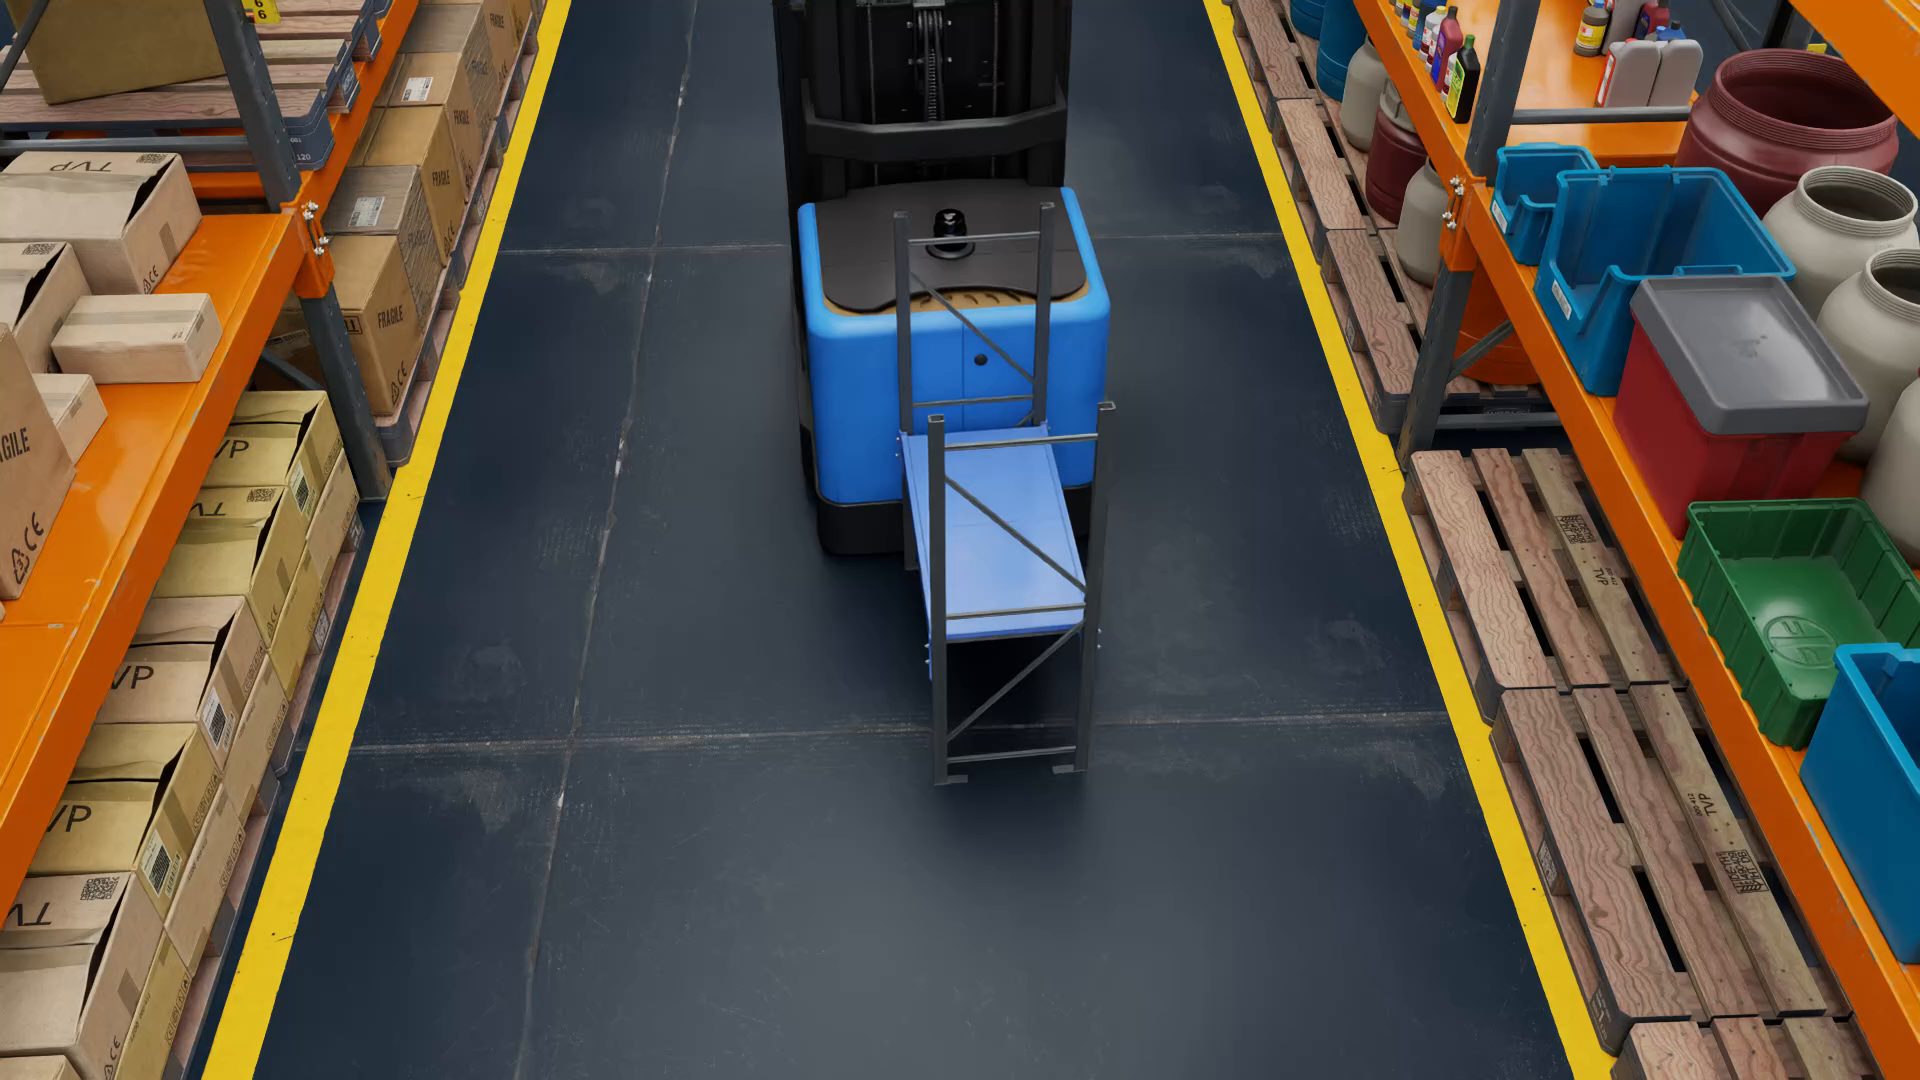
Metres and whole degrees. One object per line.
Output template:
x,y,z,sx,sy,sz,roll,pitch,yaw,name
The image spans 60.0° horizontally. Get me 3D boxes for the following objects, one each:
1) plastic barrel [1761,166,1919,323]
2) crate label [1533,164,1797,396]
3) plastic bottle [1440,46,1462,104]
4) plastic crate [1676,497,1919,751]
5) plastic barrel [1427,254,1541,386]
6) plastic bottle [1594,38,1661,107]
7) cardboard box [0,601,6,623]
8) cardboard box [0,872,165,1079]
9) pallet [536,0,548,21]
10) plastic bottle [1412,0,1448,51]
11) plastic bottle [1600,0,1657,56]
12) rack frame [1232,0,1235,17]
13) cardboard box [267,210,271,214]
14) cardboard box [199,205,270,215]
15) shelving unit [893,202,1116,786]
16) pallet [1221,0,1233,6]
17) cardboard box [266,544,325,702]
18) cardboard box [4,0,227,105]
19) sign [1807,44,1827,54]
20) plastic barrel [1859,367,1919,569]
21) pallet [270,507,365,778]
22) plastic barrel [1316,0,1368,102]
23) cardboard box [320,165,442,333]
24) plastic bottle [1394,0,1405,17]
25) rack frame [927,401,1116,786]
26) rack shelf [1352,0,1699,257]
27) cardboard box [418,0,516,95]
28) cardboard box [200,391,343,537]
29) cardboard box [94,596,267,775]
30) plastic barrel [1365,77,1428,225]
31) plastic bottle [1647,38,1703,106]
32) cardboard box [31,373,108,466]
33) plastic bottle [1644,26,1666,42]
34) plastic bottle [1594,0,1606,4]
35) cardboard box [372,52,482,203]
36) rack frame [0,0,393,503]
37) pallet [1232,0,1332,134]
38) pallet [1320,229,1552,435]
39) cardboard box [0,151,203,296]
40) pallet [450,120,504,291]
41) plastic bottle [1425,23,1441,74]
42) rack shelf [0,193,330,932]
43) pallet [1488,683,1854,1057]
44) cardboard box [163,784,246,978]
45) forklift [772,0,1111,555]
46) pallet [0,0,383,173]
2.494,-0.773,4.790,0.421,0.512,0.421,0,43,0,plastic barrel
2.009,-0.754,4.827,0.502,0.435,0.616,-2,43,-2,crate label
1.806,-1.686,6.016,0.097,0.201,0.097,0,43,0,plastic bottle
2.050,0.191,3.978,0.450,0.188,0.662,-2,43,-2,plastic crate
2.199,-1.104,6.530,0.600,0.830,0.708,-2,43,-2,plastic barrel
2.389,-1.671,5.945,0.152,0.276,0.135,-2,43,-2,plastic bottle
-2.603,0.171,3.770,0.500,0.500,0.500,-2,43,-2,cardboard box
-2.351,1.099,4.140,0.500,0.311,0.500,-3,43,-3,cardboard box
-2.911,-3.416,9.821,1.003,0.211,1.213,-2,43,-2,pallet
1.788,-1.999,6.306,0.097,0.271,0.097,0,43,0,plastic bottle
2.521,-1.988,6.290,0.152,0.276,0.135,-2,43,-2,plastic bottle
2.067,-4.120,8.525,1.000,3.000,0.127,-2,43,-2,rack frame
-2.987,-1.145,6.804,0.500,0.500,0.500,0,43,0,cardboard box
-2.993,-1.460,6.592,0.500,0.250,0.500,0,43,0,cardboard box
0.104,-0.128,5.279,0.538,1.500,1.048,-5,43,-5,shelving unit
1.997,-3.587,10.008,1.003,0.211,1.213,-2,43,-2,pallet
-2.421,0.275,5.454,0.500,0.250,0.500,-2,43,-2,cardboard box
-2.852,-1.894,5.711,0.700,0.500,0.500,-15,45,-16,cardboard box
2.786,-1.500,5.546,0.100,0.325,0.005,-2,43,-2,sign
2.535,-0.209,4.157,0.433,0.535,0.433,0,43,0,plastic barrel
-2.717,0.305,5.761,1.003,0.211,1.213,-2,43,-2,pallet
2.103,-2.656,8.169,0.600,0.901,0.708,-2,43,-2,plastic barrel
-2.474,-1.190,6.852,0.500,0.500,0.500,-3,43,-3,cardboard box
1.776,-2.170,6.545,0.097,0.201,0.097,0,43,0,plastic bottle
0.164,0.214,4.907,0.500,1.500,0.032,-5,43,-5,rack frame
2.152,-2.505,7.295,1.077,0.370,4.000,-2,43,-2,rack shelf
-2.562,-2.562,8.350,0.500,0.500,0.500,-2,43,-2,cardboard box
-2.444,-0.281,5.646,0.500,0.311,0.500,-1,43,-1,cardboard box
-2.397,0.410,4.892,0.500,0.311,0.500,-2,43,-2,cardboard box
2.151,-1.778,7.443,0.600,0.588,0.708,-2,43,-2,plastic barrel
2.541,-1.675,5.950,0.152,0.276,0.135,-2,43,-2,plastic bottle
-2.602,-0.328,4.574,0.380,0.149,0.250,1,43,1,cardboard box
2.559,-1.793,6.133,0.097,0.201,0.097,0,43,0,plastic bottle
2.483,-2.063,6.376,0.097,0.271,0.097,0,43,0,plastic bottle
-2.518,-1.880,7.606,0.500,0.500,0.500,-3,43,-3,cardboard box
-2.712,-1.280,5.427,1.000,3.000,0.127,-2,43,-2,rack frame
2.058,-2.570,8.898,1.003,0.211,1.213,-2,43,-2,pallet
2.161,-0.923,7.100,1.003,0.211,1.213,-2,43,-2,pallet
-2.741,-1.000,5.187,0.500,0.311,0.500,1,43,1,cardboard box
-2.755,-1.579,7.816,1.003,0.211,1.213,-2,43,-2,pallet
1.797,-1.841,6.186,0.097,0.201,0.097,0,43,0,plastic bottle
-2.628,0.335,4.197,1.077,0.370,4.000,-2,43,-2,rack shelf
2.279,0.954,5.053,1.003,0.211,1.213,-2,43,-2,pallet
-2.378,0.962,4.705,0.500,0.250,0.500,-1,43,-1,cardboard box
-0.165,-2.022,6.286,1.130,2.935,3.031,-5,43,-5,forklift
-2.811,-1.665,5.988,1.213,0.211,1.003,-2,43,-2,pallet
